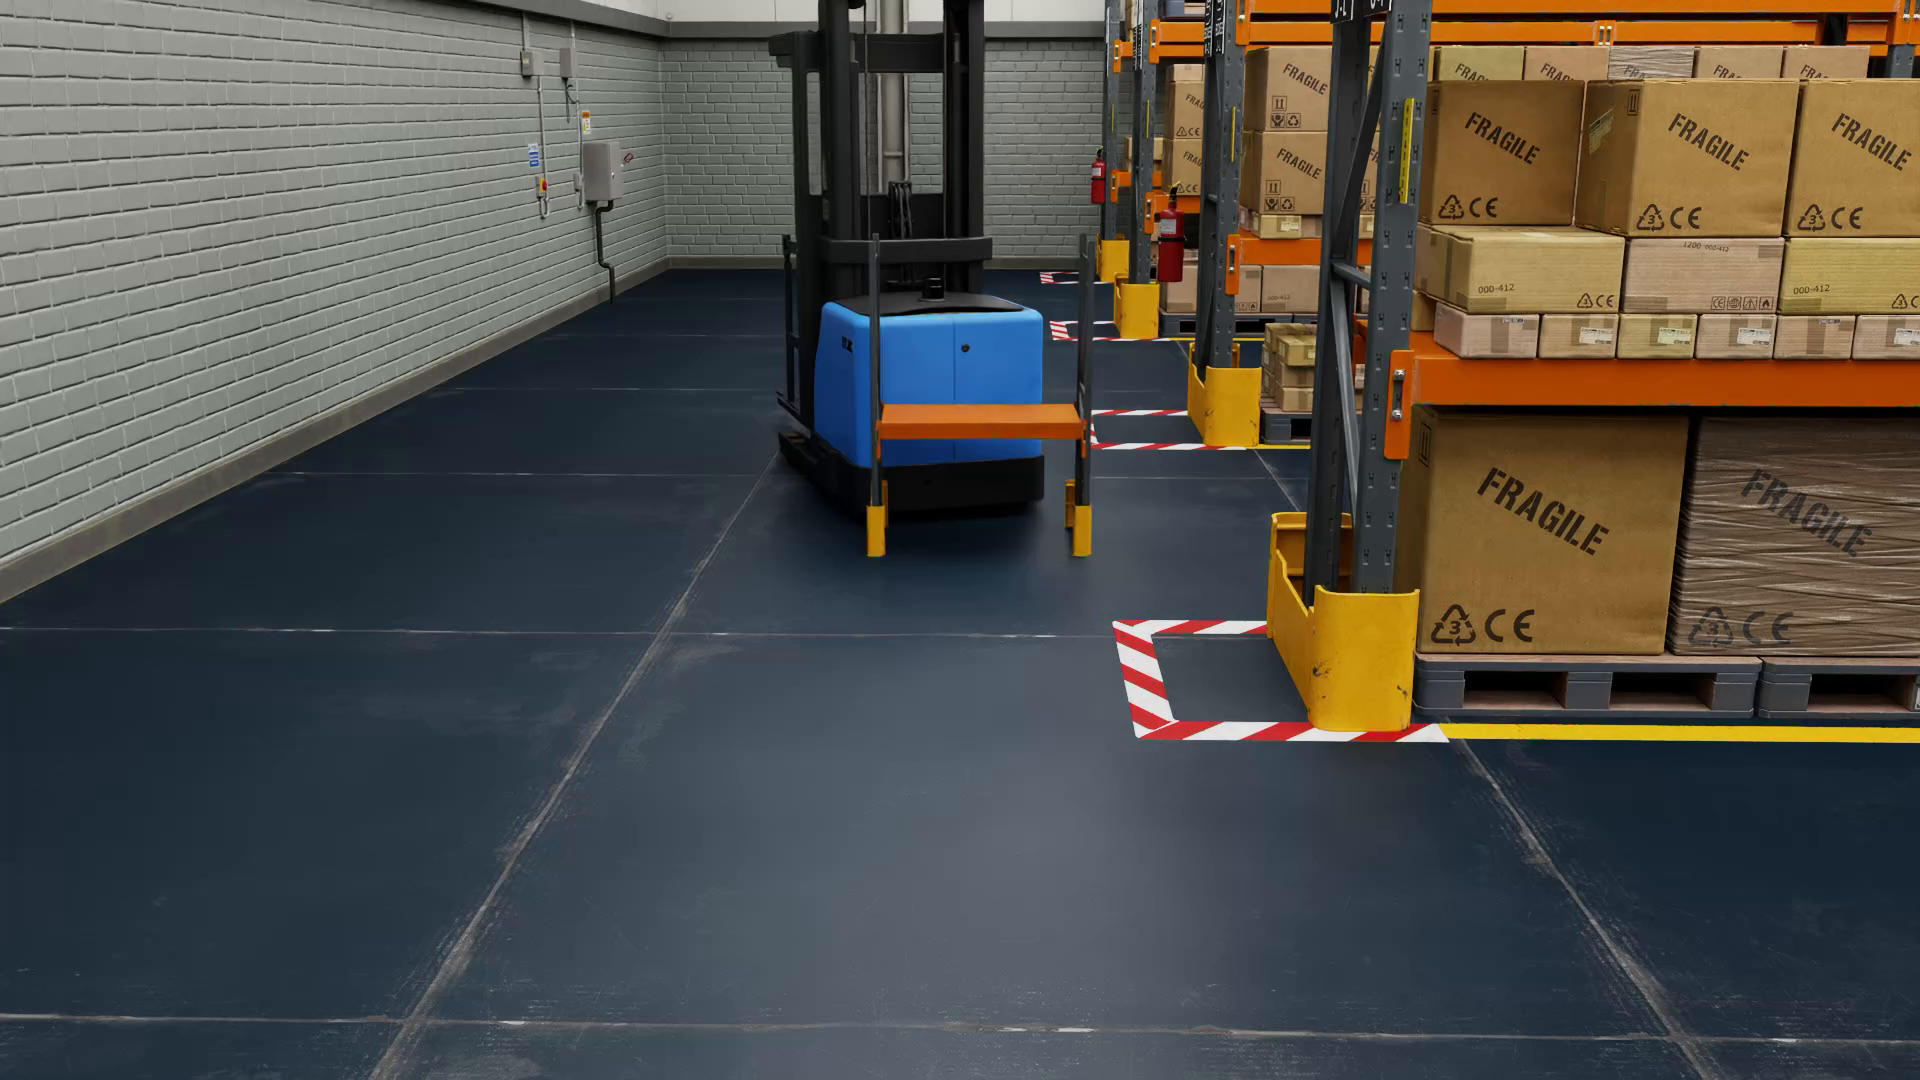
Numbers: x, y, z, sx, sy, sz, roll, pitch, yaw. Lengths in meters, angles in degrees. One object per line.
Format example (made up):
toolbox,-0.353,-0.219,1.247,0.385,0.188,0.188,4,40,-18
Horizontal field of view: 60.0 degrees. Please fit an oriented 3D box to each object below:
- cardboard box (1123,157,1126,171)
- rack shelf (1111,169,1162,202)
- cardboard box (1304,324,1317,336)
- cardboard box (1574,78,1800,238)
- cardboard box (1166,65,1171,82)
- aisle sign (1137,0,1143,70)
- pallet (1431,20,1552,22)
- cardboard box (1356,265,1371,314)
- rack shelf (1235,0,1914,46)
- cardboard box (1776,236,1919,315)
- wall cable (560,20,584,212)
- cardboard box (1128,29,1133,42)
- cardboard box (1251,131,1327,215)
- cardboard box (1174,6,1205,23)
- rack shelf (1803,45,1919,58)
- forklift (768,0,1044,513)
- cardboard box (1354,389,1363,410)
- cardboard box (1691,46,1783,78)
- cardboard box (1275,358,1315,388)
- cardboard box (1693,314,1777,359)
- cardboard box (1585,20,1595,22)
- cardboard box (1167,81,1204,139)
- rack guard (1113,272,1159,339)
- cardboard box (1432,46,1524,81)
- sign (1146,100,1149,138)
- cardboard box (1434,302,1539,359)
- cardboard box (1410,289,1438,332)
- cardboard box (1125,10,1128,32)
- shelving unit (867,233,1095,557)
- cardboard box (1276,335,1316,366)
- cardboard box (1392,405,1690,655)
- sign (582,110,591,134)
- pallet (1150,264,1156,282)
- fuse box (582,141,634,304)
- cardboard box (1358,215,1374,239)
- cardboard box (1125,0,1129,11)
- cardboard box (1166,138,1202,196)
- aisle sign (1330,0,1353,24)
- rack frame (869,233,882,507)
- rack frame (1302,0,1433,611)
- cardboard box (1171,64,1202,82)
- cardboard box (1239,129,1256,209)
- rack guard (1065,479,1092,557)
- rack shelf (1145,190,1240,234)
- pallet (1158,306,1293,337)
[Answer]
cardboard box,2.162,-4.667,20.643,0.250,0.149,0.380,0,15,1
rack shelf,3.824,-4.362,20.402,4.000,0.370,1.077,0,15,1
cardboard box,2.461,-1.351,11.179,0.250,0.149,0.380,1,15,3
cardboard box,2.421,-1.288,5.583,0.500,0.500,0.500,0,15,0
cardboard box,2.065,-4.351,15.524,0.250,0.149,0.380,1,15,2
aisle sign,1.622,-4.640,14.952,0.004,0.787,0.394,0,15,1
pallet,4.882,-4.846,15.122,1.213,0.211,1.003,0,15,1
cardboard box,4.180,-2.432,15.877,0.875,0.438,0.875,0,15,0
rack shelf,3.675,-3.283,10.434,4.000,0.370,1.077,0,15,1
cardboard box,2.943,-0.923,5.669,0.500,0.250,0.500,0,15,0
wall cable,-3.912,-4.340,16.920,0.122,1.984,0.588,0,15,1
cardboard box,2.137,-5.990,19.777,0.250,0.149,0.380,1,15,3
cardboard box,2.118,-2.312,10.446,0.500,0.500,0.500,1,15,4
cardboard box,2.770,-6.174,19.691,0.500,0.250,0.500,1,15,2
rack shelf,11.821,-5.760,19.822,4.000,0.370,1.077,0,15,1
forklift,-0.478,-1.888,9.750,1.130,2.935,3.031,-5,15,-17
cardboard box,2.455,-0.952,10.835,0.250,0.149,0.380,0,15,1
cardboard box,4.681,-2.779,10.256,0.500,0.500,0.500,0,15,0
cardboard box,2.193,-1.093,10.786,0.250,0.149,0.380,1,15,4
cardboard box,2.568,-0.717,5.671,0.250,0.149,0.380,0,15,1
cardboard box,7.674,-6.296,19.917,0.250,0.149,0.380,0,15,2
cardboard box,2.174,-3.913,15.134,0.500,0.500,0.500,0,15,0
rack guard,1.677,-2.248,15.881,0.348,0.500,1.175,0,15,1
cardboard box,3.142,-2.788,10.288,0.500,0.500,0.500,0,15,0
sign,1.681,-3.772,14.905,0.005,0.325,0.100,0,15,1
cardboard box,1.795,-0.722,5.687,0.250,0.149,0.380,1,15,2
cardboard box,1.813,-0.890,6.324,0.250,0.149,0.380,1,15,2
cardboard box,2.276,-6.311,20.211,0.500,0.250,0.500,0,15,0
shelving unit,0.089,-0.718,8.120,1.083,1.500,0.587,0,15,-1
cardboard box,2.191,-1.216,10.668,0.250,0.149,0.380,0,15,-1
cardboard box,2.090,-0.121,6.262,0.875,0.875,0.875,0,15,1
sign,-3.945,-4.409,17.552,0.001,0.242,0.339,0,15,1
pallet,2.697,-3.369,20.695,1.213,0.211,1.003,0,15,1
fuse box,-3.737,-3.399,17.870,0.414,1.711,0.539,0,15,1
cardboard box,2.514,-1.980,10.457,0.250,0.149,0.380,0,15,0
cardboard box,2.276,-6.554,20.153,0.500,0.250,0.500,0,15,0
cardboard box,2.174,-3.429,15.260,0.500,0.500,0.500,0,15,1
aisle sign,1.384,-2.263,5.943,0.004,0.787,0.394,0,15,1
rack frame,-0.410,-0.716,8.114,0.032,1.500,0.500,0,15,-1
rack frame,1.448,-0.929,5.983,0.127,3.000,1.000,0,15,1
cardboard box,2.049,-4.229,15.063,0.250,0.149,0.380,1,15,3
cardboard box,2.132,-2.449,10.962,0.500,0.500,0.500,1,15,3
rack guard,0.587,-0.115,8.286,0.087,0.250,0.587,0,15,-1
rack shelf,3.701,-3.096,15.604,4.000,0.370,1.077,0,15,1
pallet,2.503,-2.123,15.974,1.213,0.211,1.003,0,15,1
